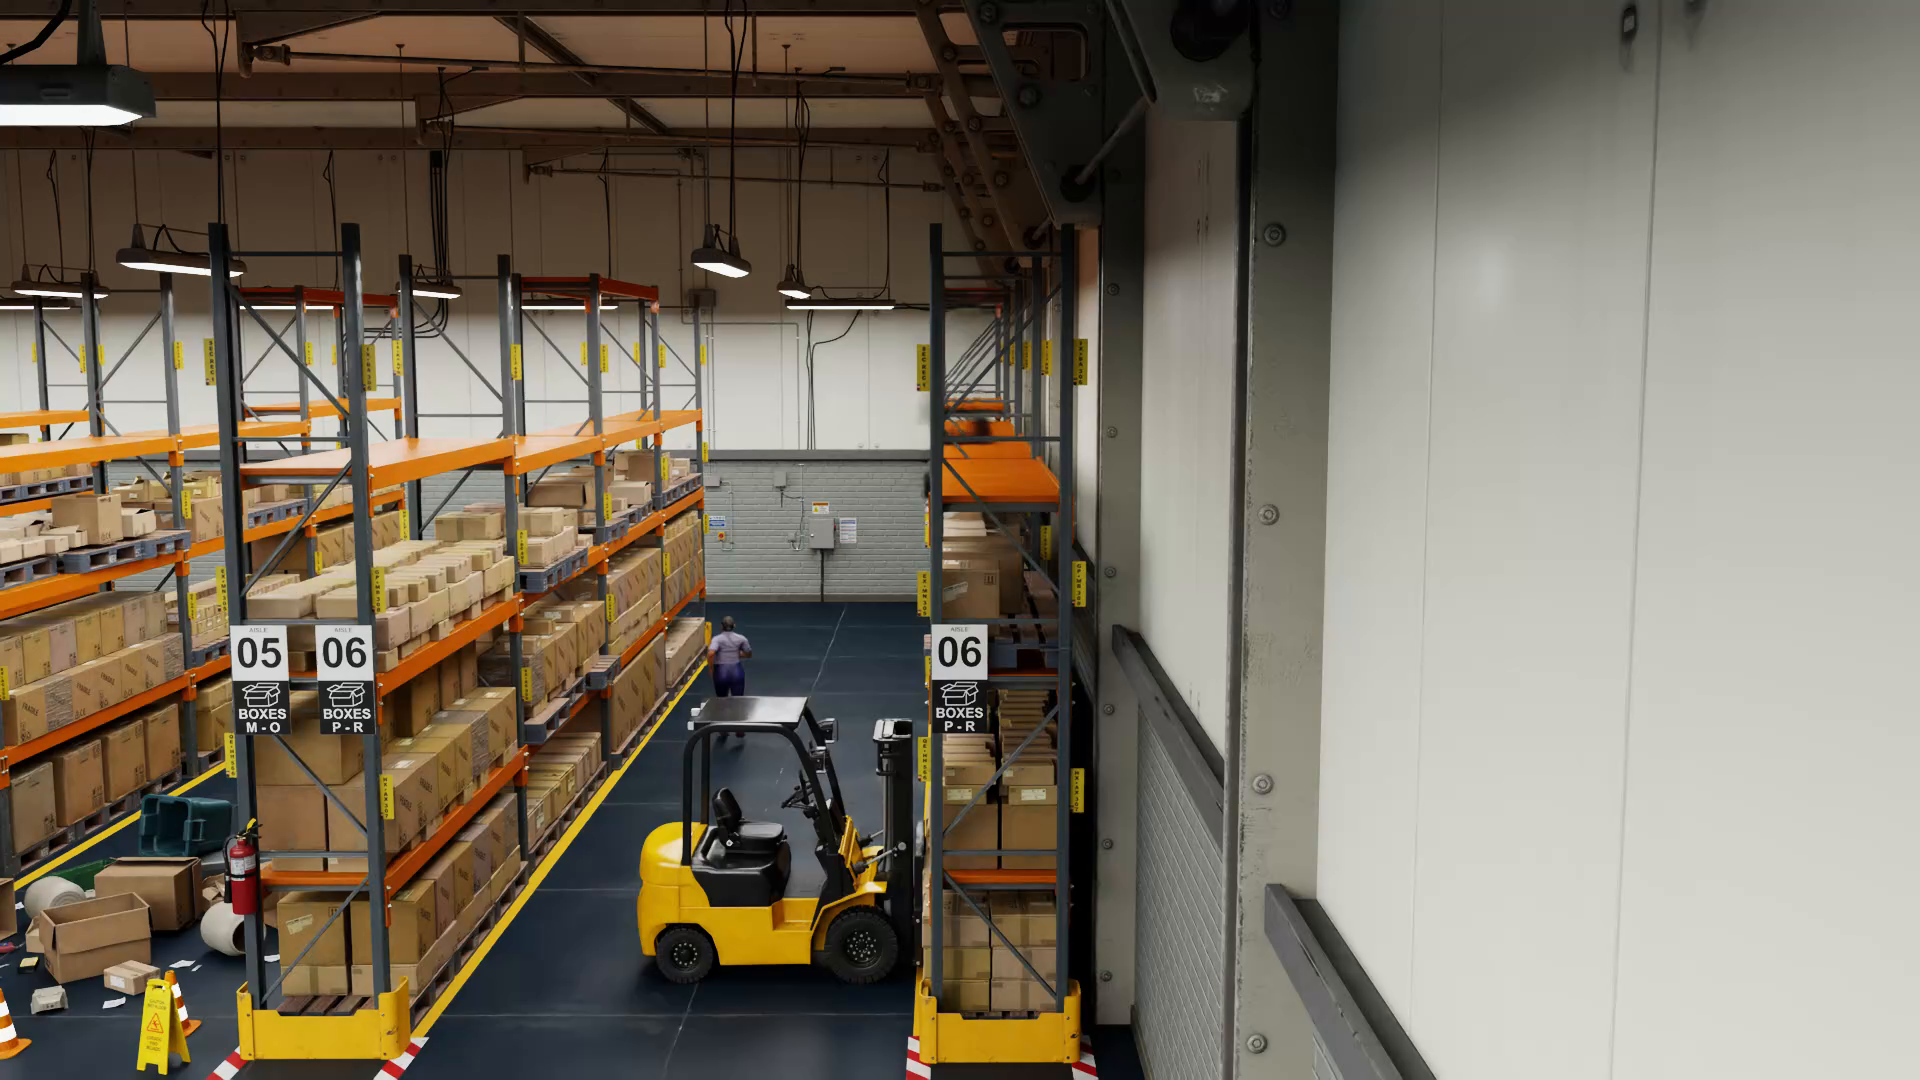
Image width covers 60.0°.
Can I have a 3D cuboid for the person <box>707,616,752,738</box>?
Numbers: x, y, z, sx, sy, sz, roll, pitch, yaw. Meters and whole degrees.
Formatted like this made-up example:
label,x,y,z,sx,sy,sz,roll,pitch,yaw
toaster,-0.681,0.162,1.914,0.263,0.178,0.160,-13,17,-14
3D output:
label,x,y,z,sx,sy,sz,roll,pitch,yaw
person,-3.017,1.808,21.787,0.614,1.634,0.852,-2,7,-15
